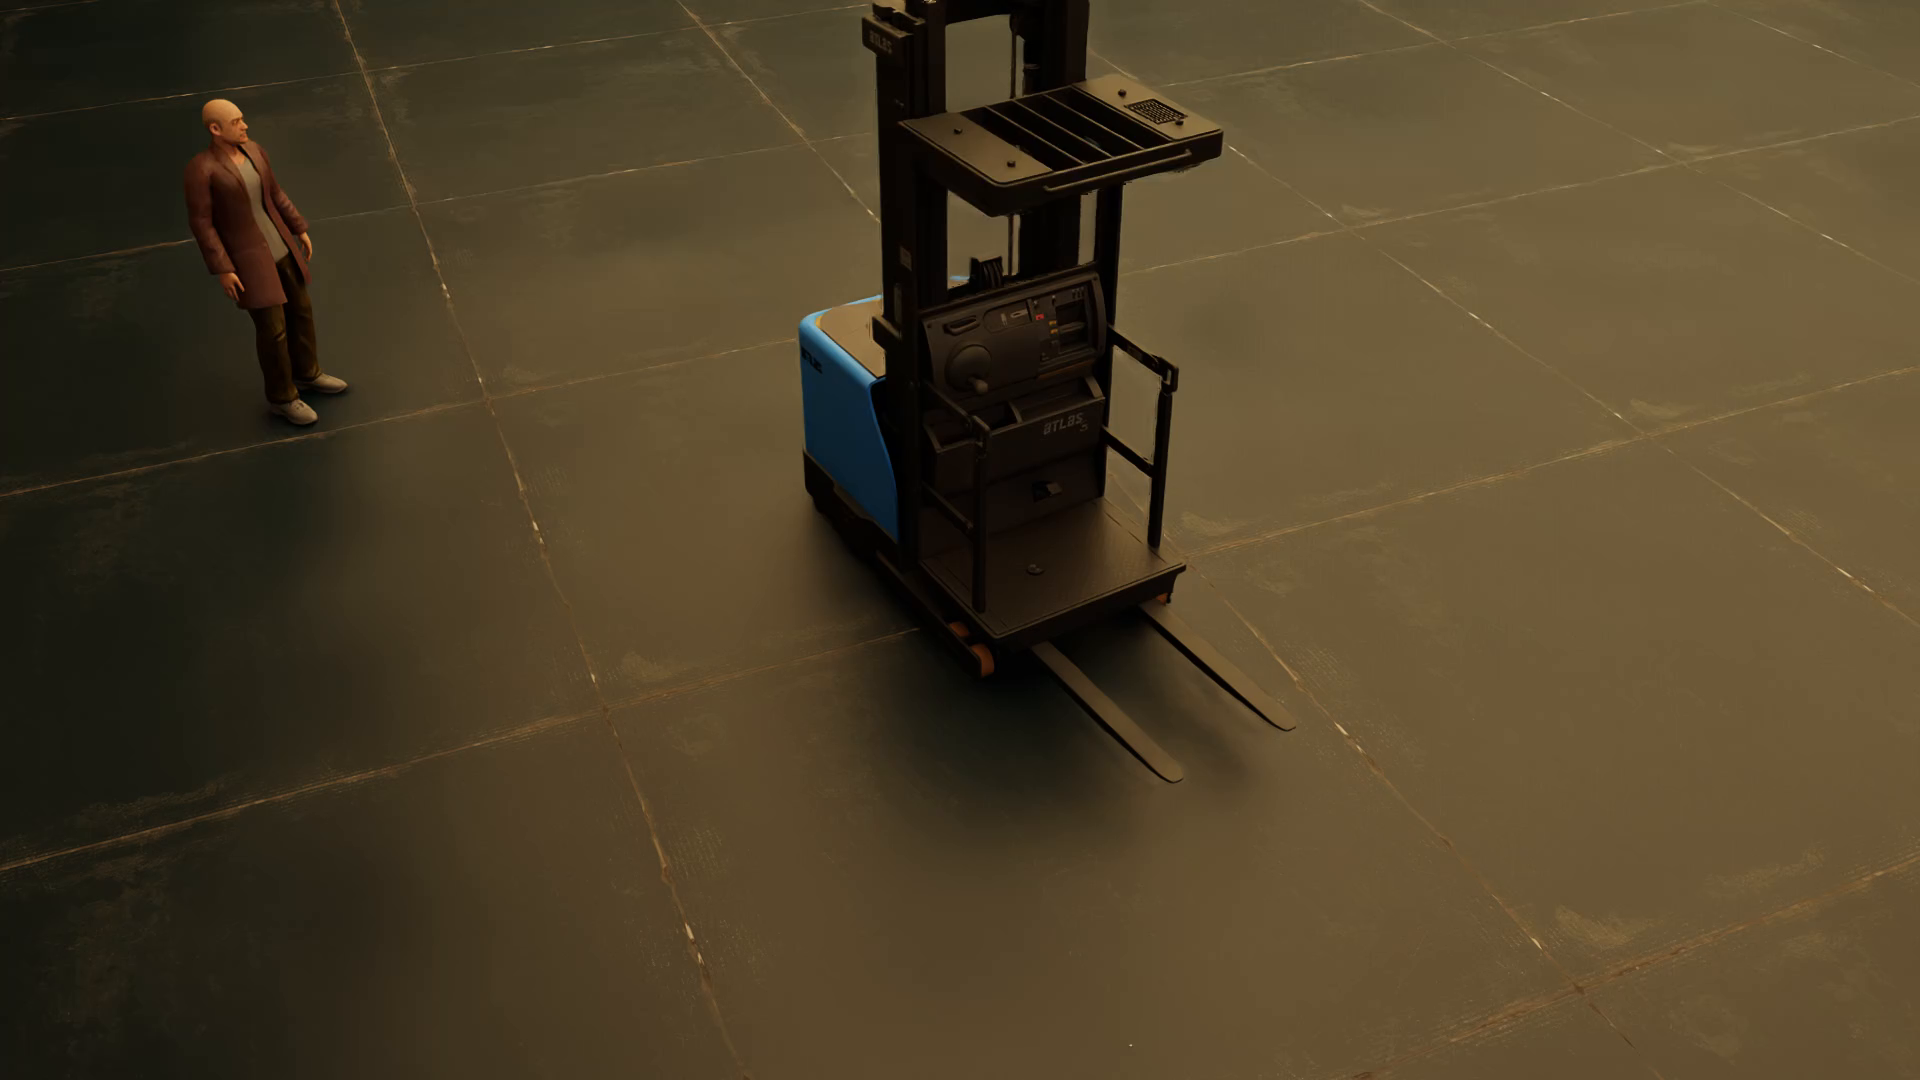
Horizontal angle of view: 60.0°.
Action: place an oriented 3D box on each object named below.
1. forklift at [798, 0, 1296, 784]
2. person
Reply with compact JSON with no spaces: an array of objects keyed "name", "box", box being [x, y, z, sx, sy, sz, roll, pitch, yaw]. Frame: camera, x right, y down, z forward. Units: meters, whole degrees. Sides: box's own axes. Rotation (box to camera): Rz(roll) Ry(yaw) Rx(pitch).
[{"name":"forklift","box":[0.367,-0.861,7.310,1.130,2.935,3.031,-20,40,-25]},{"name":"person","box":[-3.850,-1.578,9.310,0.520,1.780,0.721,12,37,16]}]
